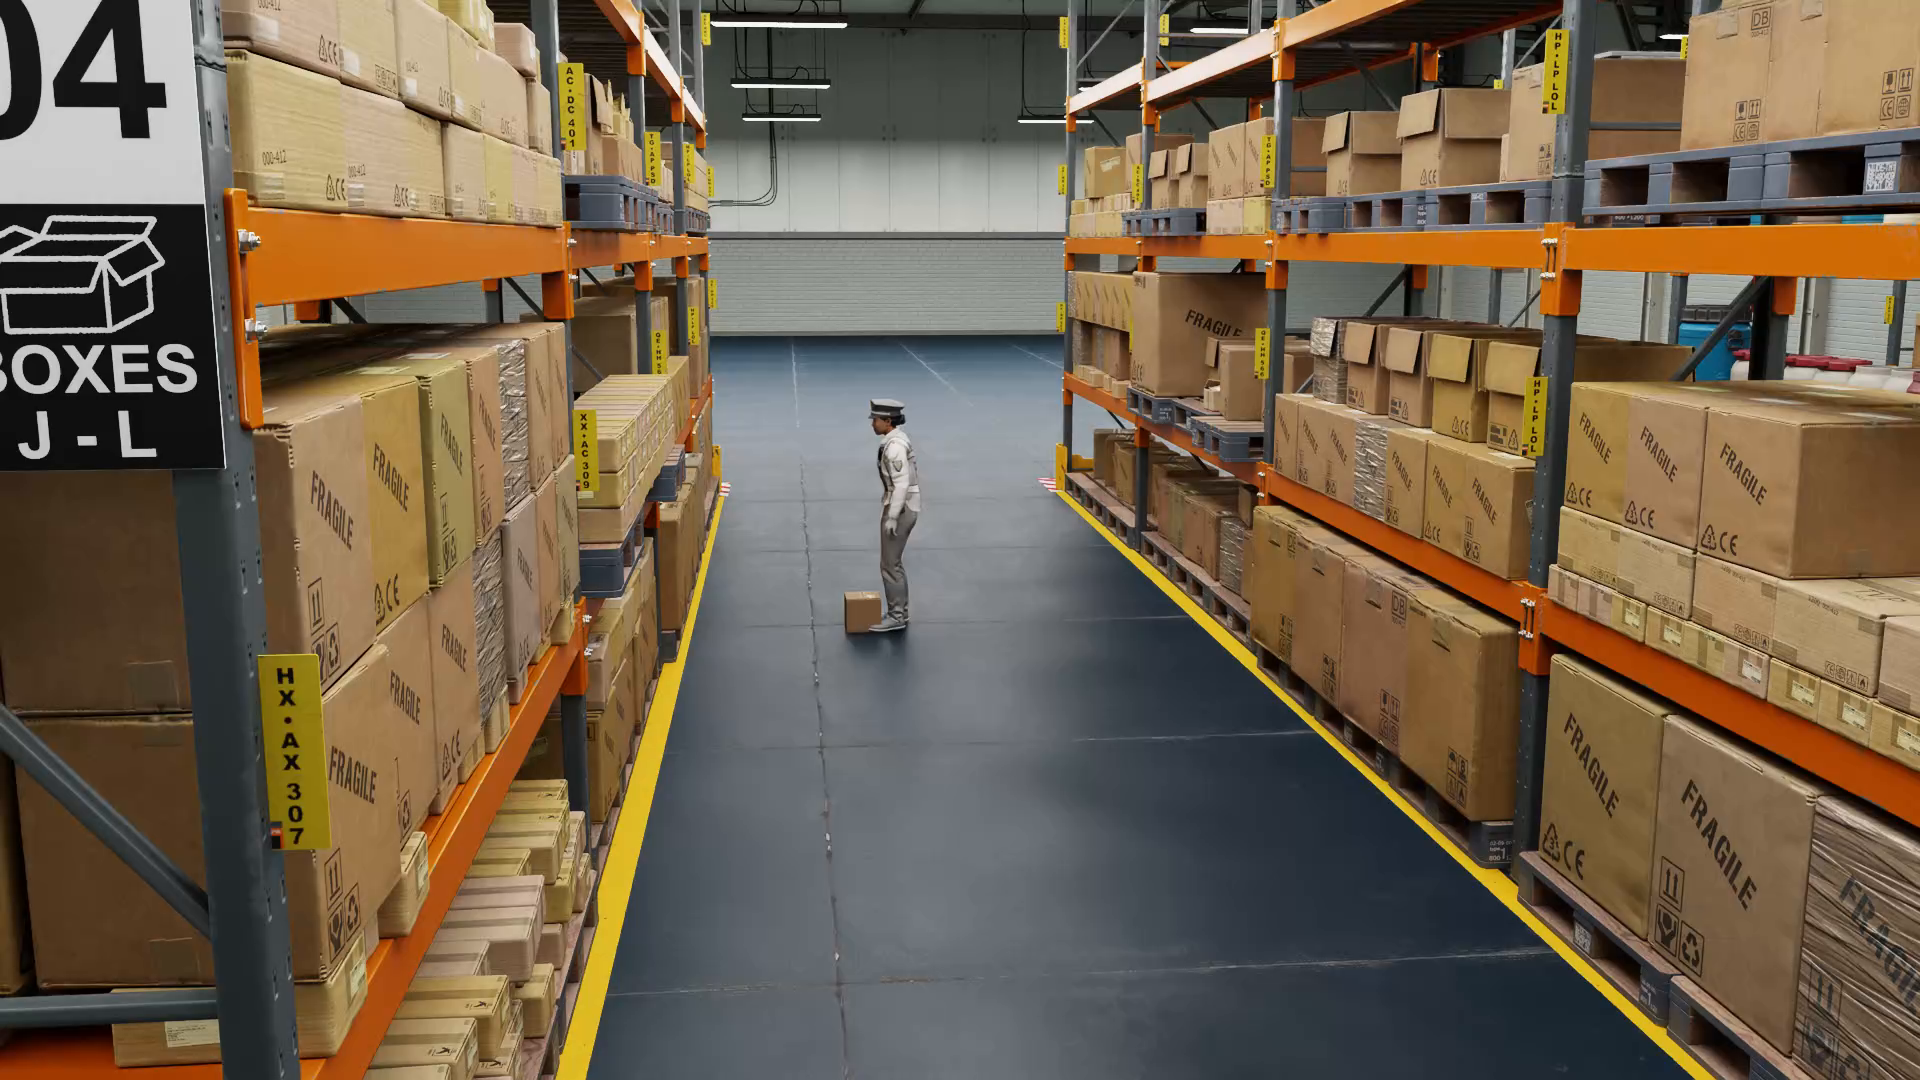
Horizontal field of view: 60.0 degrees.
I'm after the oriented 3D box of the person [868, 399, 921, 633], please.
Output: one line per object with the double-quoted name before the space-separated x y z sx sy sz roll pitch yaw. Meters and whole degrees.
"person" -0.483 -0.182 11.915 0.403 1.664 0.528 -1 10 -6
